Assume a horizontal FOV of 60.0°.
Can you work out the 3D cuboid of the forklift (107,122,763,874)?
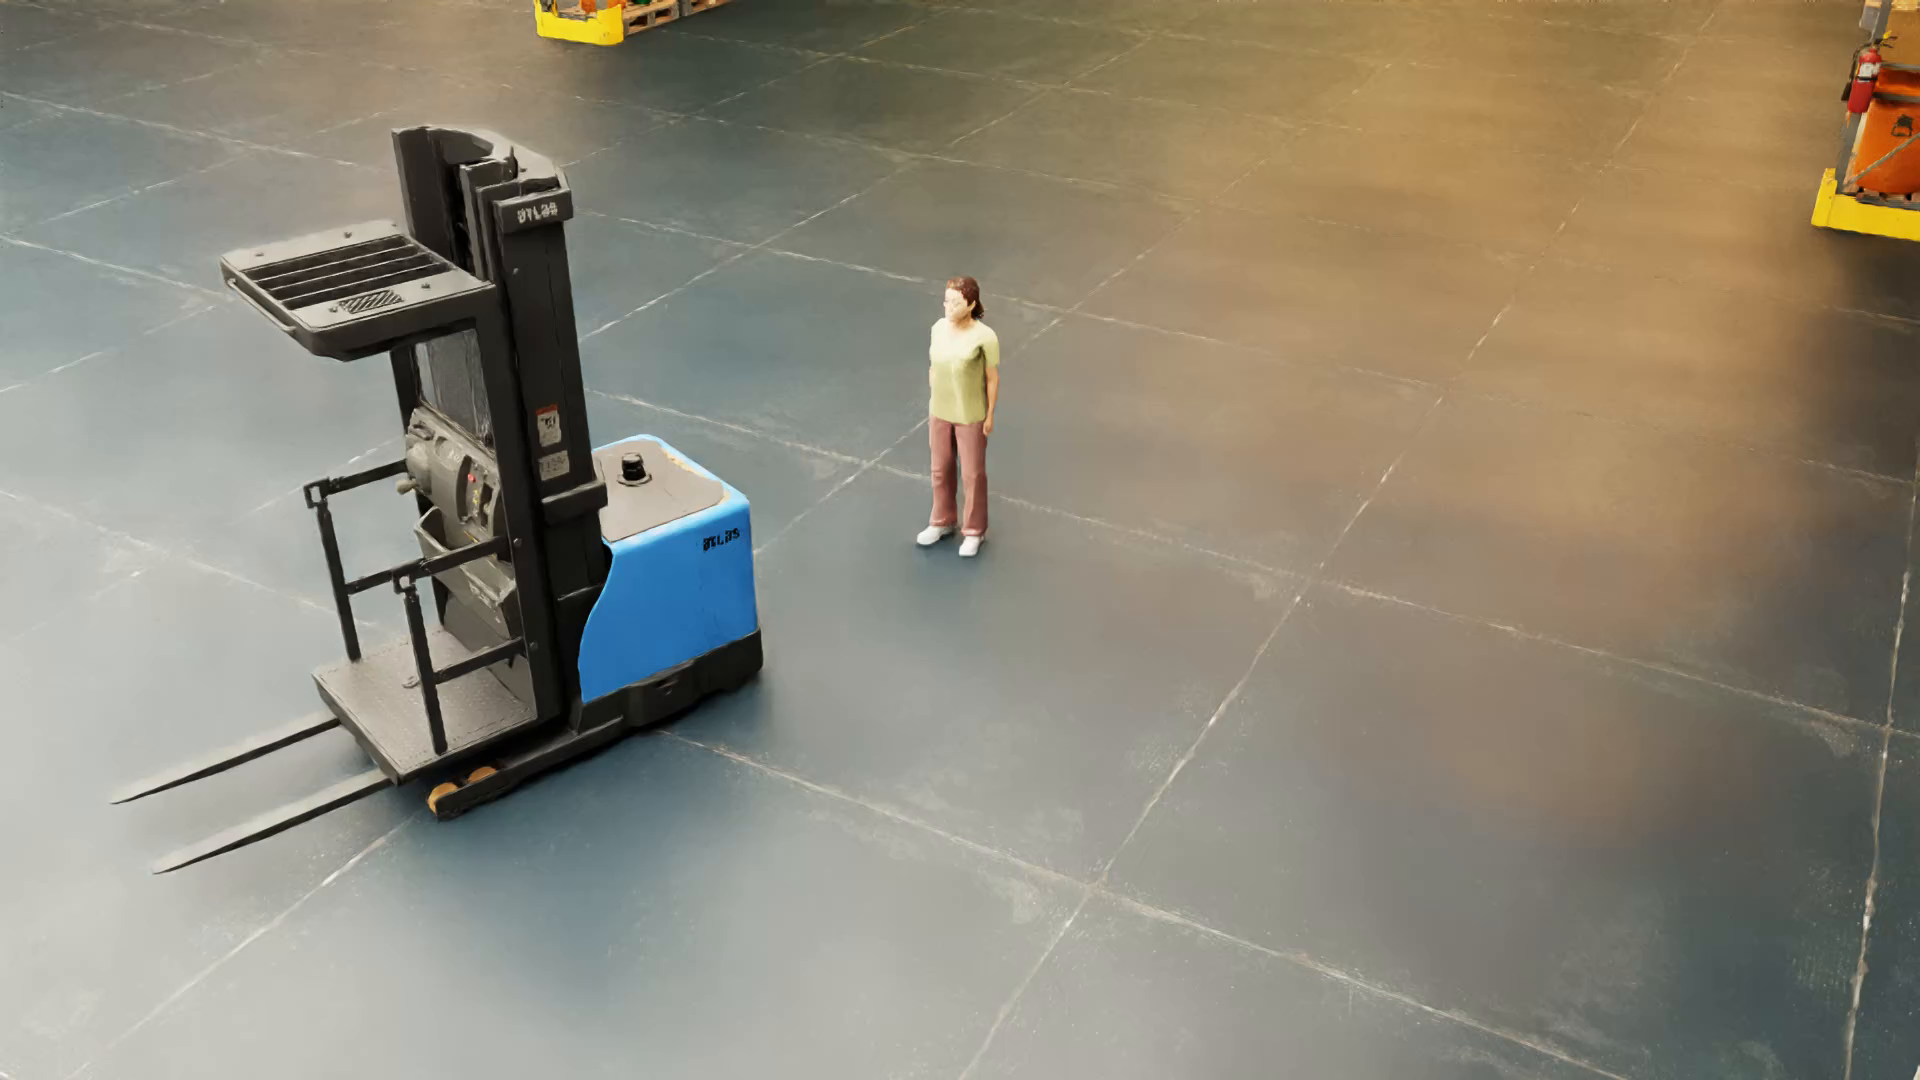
[{"bbox_3d":[-2.489,-0.266,7.532,3.031,2.935,1.130,-23,37,-34],"label":"forklift"}]

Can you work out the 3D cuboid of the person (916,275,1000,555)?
[{"bbox_3d":[-0.002,-0.720,9.577,0.429,1.673,0.365,15,33,25],"label":"person"}]
